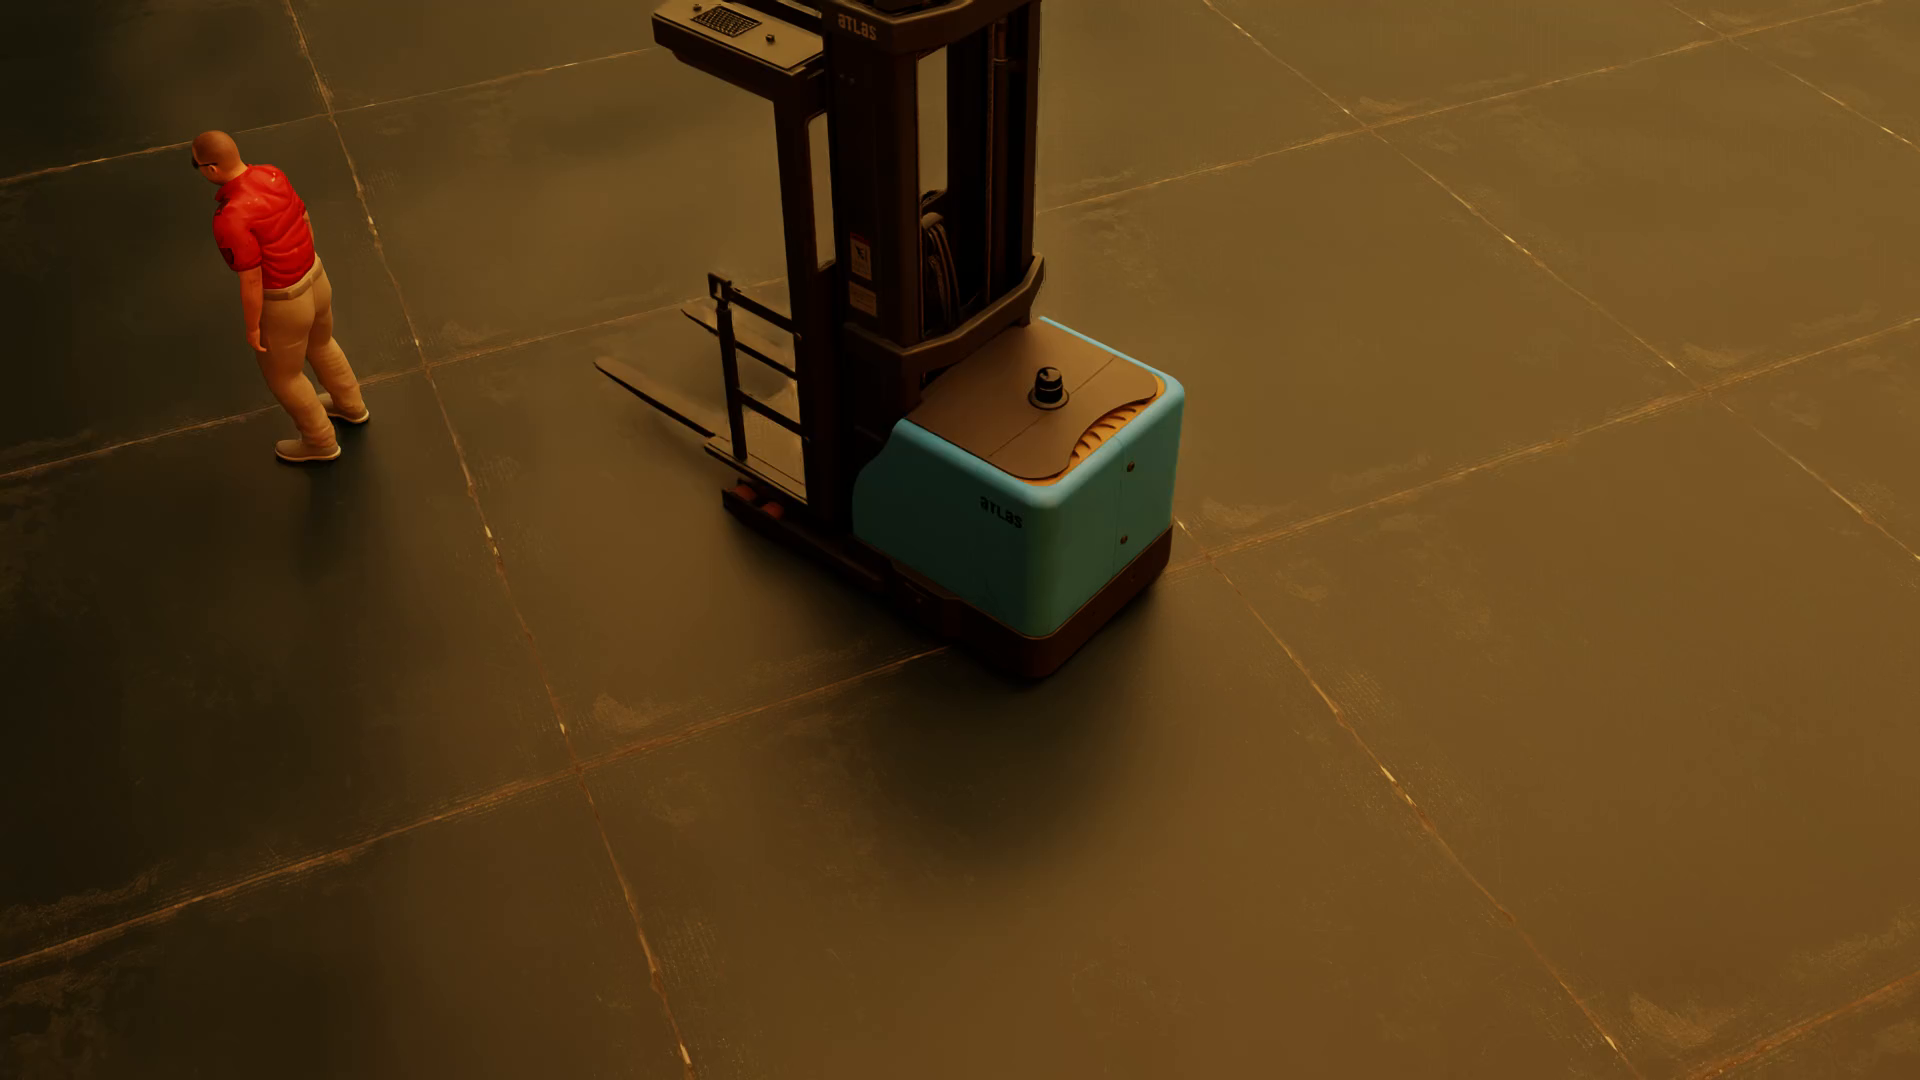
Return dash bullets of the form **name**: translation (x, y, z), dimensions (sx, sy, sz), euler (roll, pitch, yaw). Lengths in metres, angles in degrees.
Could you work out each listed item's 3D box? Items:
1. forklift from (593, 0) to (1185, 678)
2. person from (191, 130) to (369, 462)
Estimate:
- **forklift**: translation (-0.497, -1.336, 7.111), dimensions (3.031, 2.935, 1.130), euler (30, 50, 28)
- **person**: translation (-3.181, -1.108, 7.815), dimensions (0.398, 1.637, 0.593), euler (8, 44, 9)
